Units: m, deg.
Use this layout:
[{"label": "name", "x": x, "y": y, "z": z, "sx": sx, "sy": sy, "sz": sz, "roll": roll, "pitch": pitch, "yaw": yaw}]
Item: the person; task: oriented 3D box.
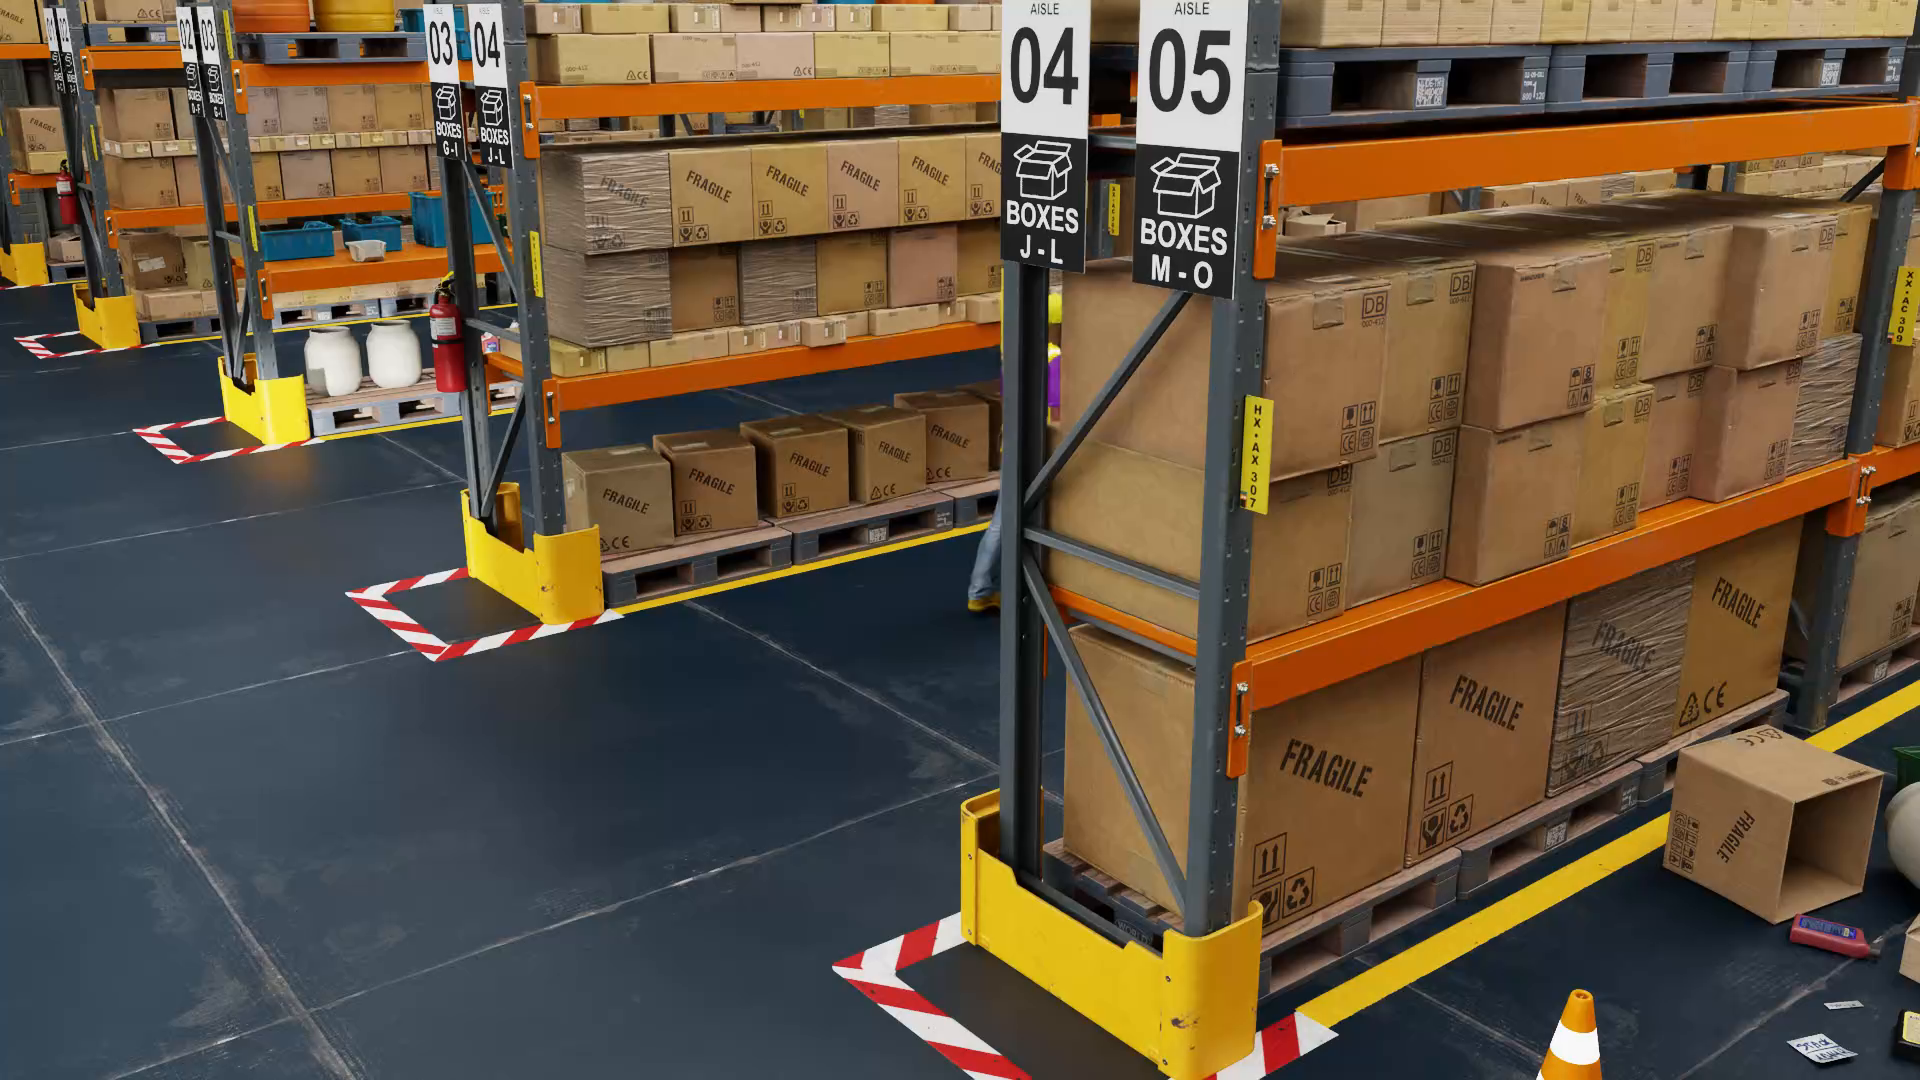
[{"label": "person", "x": 0.580, "y": -0.496, "z": 9.166, "sx": 1.123, "sy": 1.710, "sz": 0.567, "roll": -14, "pitch": 22, "yaw": -37}]
